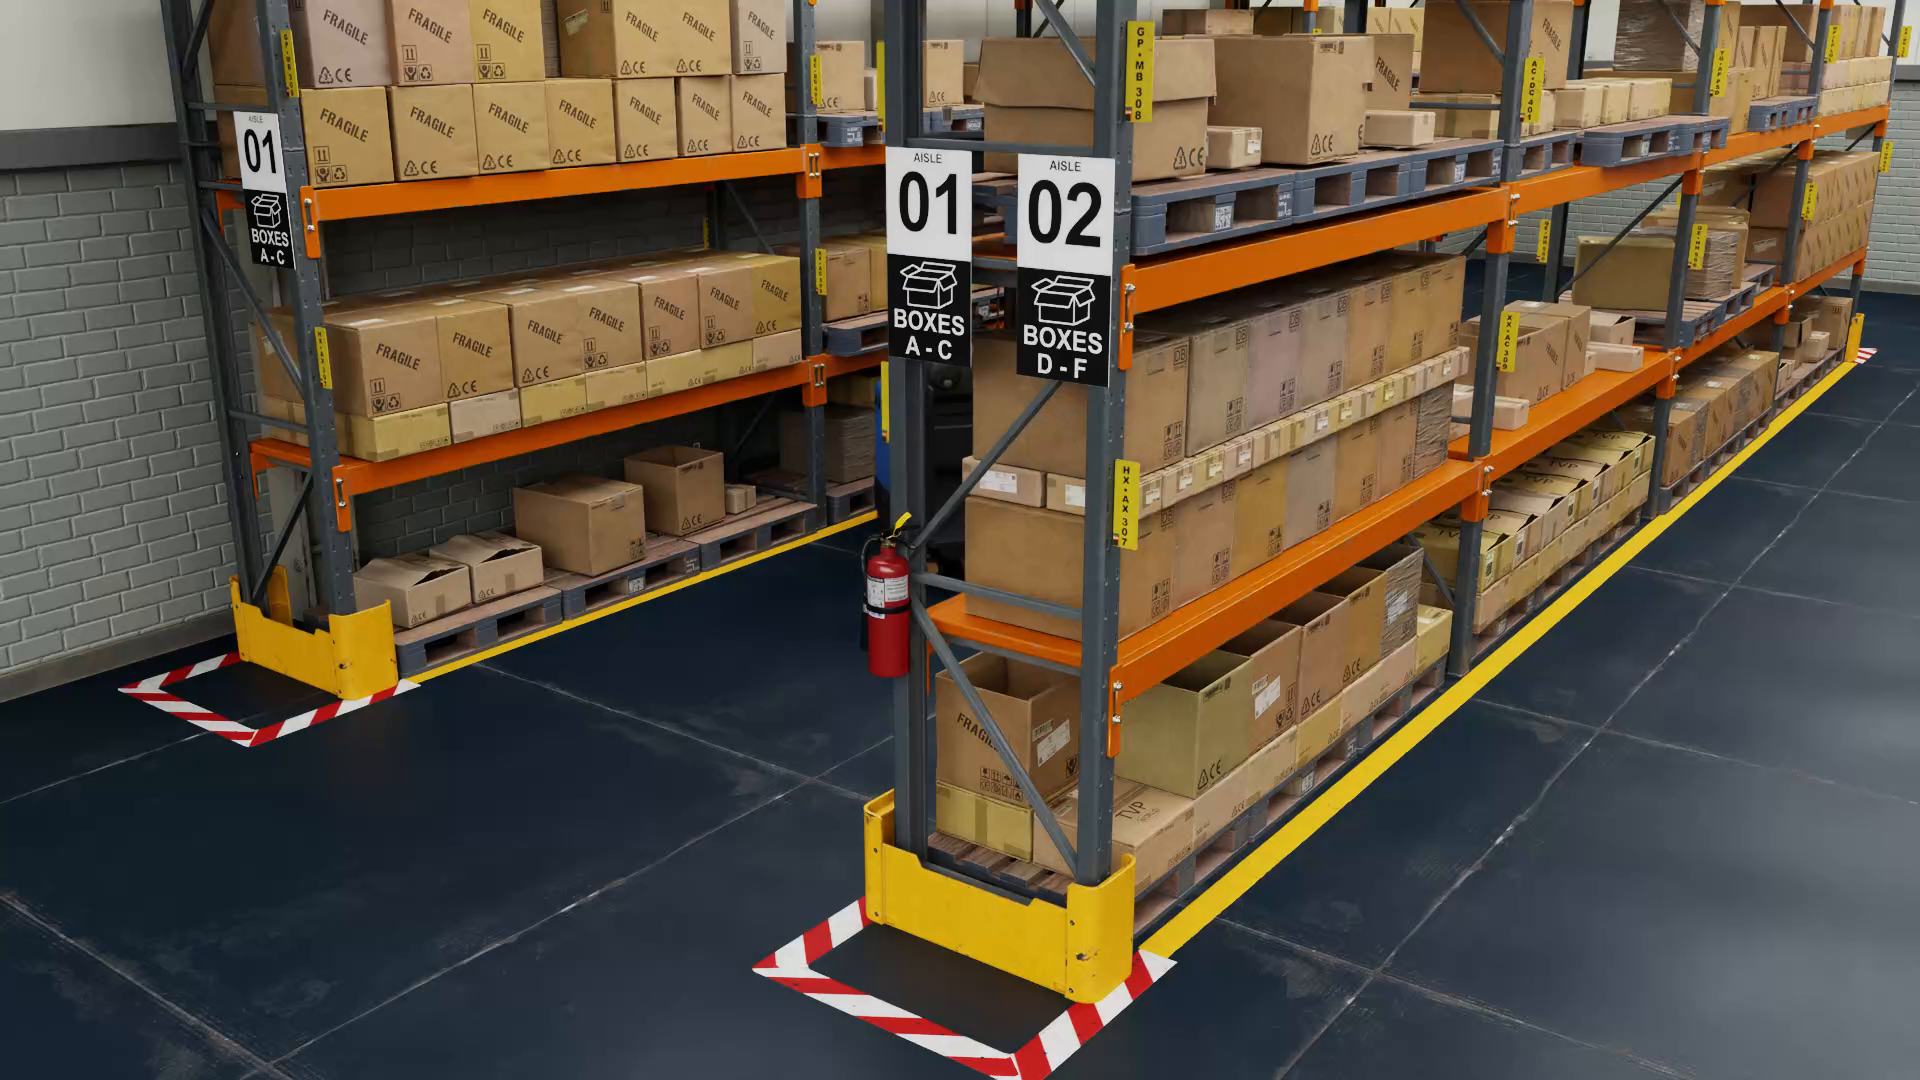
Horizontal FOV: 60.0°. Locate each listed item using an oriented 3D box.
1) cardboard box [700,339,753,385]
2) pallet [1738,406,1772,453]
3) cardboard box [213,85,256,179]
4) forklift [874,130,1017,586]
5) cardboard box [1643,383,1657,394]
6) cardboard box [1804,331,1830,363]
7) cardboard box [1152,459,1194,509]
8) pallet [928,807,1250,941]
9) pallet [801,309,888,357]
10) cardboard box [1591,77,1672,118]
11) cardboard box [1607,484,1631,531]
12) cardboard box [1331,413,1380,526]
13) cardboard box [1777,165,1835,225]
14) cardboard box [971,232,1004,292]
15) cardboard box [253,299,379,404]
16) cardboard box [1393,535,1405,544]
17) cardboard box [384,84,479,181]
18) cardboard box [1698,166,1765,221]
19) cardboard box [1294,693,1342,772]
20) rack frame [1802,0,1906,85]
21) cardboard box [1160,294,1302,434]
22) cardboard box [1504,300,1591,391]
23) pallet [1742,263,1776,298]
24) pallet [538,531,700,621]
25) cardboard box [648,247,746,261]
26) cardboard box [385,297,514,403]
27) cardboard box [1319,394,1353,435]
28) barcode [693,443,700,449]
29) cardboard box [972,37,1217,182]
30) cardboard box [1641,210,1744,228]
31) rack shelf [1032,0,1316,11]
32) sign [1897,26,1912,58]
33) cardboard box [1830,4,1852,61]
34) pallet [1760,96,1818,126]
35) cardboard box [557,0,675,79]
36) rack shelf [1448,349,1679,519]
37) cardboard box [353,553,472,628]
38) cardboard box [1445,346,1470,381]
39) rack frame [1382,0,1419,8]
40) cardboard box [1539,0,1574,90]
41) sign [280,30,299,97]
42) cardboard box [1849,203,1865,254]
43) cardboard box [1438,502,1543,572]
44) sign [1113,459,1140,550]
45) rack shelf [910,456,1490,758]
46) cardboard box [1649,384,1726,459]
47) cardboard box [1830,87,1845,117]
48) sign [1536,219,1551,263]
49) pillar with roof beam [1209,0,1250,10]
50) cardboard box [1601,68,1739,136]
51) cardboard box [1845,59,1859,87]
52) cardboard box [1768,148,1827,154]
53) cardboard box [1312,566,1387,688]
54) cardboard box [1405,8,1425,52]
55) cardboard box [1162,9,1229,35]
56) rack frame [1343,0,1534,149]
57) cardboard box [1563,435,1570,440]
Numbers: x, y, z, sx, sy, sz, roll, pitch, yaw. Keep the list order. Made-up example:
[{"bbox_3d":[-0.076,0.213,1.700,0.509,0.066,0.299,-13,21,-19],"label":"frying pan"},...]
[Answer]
[{"bbox_3d":[-1.782,-1.257,11.452,0.500,0.250,0.500,13,21,35],"label":"cardboard box"},{"bbox_3d":[6.854,-1.101,15.434,1.003,0.211,1.213,12,21,35],"label":"pallet"},{"bbox_3d":[-3.777,-2.284,9.279,0.500,0.500,0.500,14,22,39],"label":"cardboard box"},{"bbox_3d":[0.215,-1.214,11.212,1.130,2.935,3.031,-5,18,-14],"label":"forklift"},{"bbox_3d":[5.602,-1.084,14.151,0.500,0.500,0.500,12,21,33],"label":"cardboard box"},{"bbox_3d":[8.975,-2.089,17.807,0.500,0.250,0.500,12,21,35],"label":"cardboard box"},{"bbox_3d":[0.720,-0.251,6.733,0.380,0.149,0.250,12,21,33],"label":"cardboard box"},{"bbox_3d":[0.580,1.367,7.486,1.003,0.211,1.213,12,21,35],"label":"pallet"},{"bbox_3d":[-0.867,-1.667,12.878,1.003,0.211,1.213,12,21,35],"label":"pallet"},{"bbox_3d":[4.699,-3.124,11.733,0.500,0.250,0.500,11,20,31],"label":"cardboard box"},{"bbox_3d":[4.503,-0.276,12.004,0.500,0.250,0.500,12,21,34],"label":"cardboard box"},{"bbox_3d":[1.671,-0.423,8.380,0.700,0.500,0.500,13,21,35],"label":"cardboard box"},{"bbox_3d":[8.122,-3.344,16.100,0.500,0.500,0.500,12,21,33],"label":"cardboard box"},{"bbox_3d":[-0.052,-2.399,13.999,0.700,0.500,0.500,12,21,35],"label":"cardboard box"},{"bbox_3d":[-3.712,-1.096,9.668,0.500,0.500,0.500,12,21,34],"label":"cardboard box"},{"bbox_3d":[2.552,-0.030,10.266,0.500,0.311,0.500,12,21,35],"label":"cardboard box"},{"bbox_3d":[-3.074,-2.297,9.321,0.500,0.500,0.500,14,22,38],"label":"cardboard box"},{"bbox_3d":[7.401,-3.325,16.038,0.500,0.500,0.500,13,21,35],"label":"cardboard box"},{"bbox_3d":[1.551,0.892,8.242,0.500,0.250,0.500,12,21,35],"label":"cardboard box"},{"bbox_3d":[9.691,-6.451,17.844,1.000,3.000,0.127,12,21,35],"label":"rack frame"},{"bbox_3d":[1.087,-0.810,7.440,0.700,0.500,0.500,13,21,35],"label":"cardboard box"},{"bbox_3d":[3.938,-1.326,11.287,0.500,0.500,0.500,11,20,32],"label":"cardboard box"},{"bbox_3d":[6.744,-2.371,15.143,1.003,0.211,1.213,12,21,35],"label":"pallet"},{"bbox_3d":[-2.538,0.187,11.284,1.003,0.211,1.213,12,21,35],"label":"pallet"},{"bbox_3d":[-1.887,-1.823,12.012,0.500,0.500,0.500,12,21,33],"label":"cardboard box"},{"bbox_3d":[-2.994,-1.122,9.754,0.500,0.500,0.500,12,21,35],"label":"cardboard box"},{"bbox_3d":[1.638,-0.617,7.910,0.380,0.149,0.250,13,22,36],"label":"cardboard box"},{"bbox_3d":[-1.954,-0.685,12.326,0.001,0.075,0.075,12,21,35],"label":"barcode"},{"bbox_3d":[0.504,-1.661,6.357,0.797,0.503,0.637,14,22,38],"label":"cardboard box"},{"bbox_3d":[6.487,-2.633,14.789,0.500,0.500,0.700,-16,23,-42],"label":"cardboard box"},{"bbox_3d":[2.136,-5.362,16.224,1.077,0.370,4.000,12,21,35],"label":"rack shelf"},{"bbox_3d":[10.125,-5.339,17.826,0.100,0.325,0.005,12,21,35],"label":"sign"},{"bbox_3d":[7.979,-4.808,15.755,0.700,0.500,0.500,12,21,35],"label":"cardboard box"},{"bbox_3d":[6.863,-3.833,14.788,1.213,0.211,1.003,12,21,35],"label":"pallet"},{"bbox_3d":[-2.141,-3.144,10.363,0.500,0.500,0.500,12,21,33],"label":"cardboard box"},{"bbox_3d":[3.733,-0.861,11.170,1.077,0.370,4.000,12,21,35],"label":"rack shelf"},{"bbox_3d":[-3.338,0.275,10.091,0.500,0.311,0.500,10,20,29],"label":"cardboard box"},{"bbox_3d":[2.551,-0.983,9.088,0.380,0.149,0.250,12,21,35],"label":"cardboard box"},{"bbox_3d":[5.711,-7.326,20.660,1.000,3.000,0.127,12,21,35],"label":"rack frame"},{"bbox_3d":[3.261,-2.927,9.834,0.500,0.500,0.500,15,23,40],"label":"cardboard box"},{"bbox_3d":[-3.387,-2.404,8.395,0.100,0.325,0.005,12,21,35],"label":"sign"},{"bbox_3d":[9.337,-3.355,17.820,0.500,0.500,0.500,13,21,35],"label":"cardboard box"},{"bbox_3d":[3.290,-0.056,10.348,0.500,0.311,0.500,12,21,34],"label":"cardboard box"},{"bbox_3d":[0.600,-0.127,6.001,0.100,0.325,0.005,12,21,35],"label":"sign"},{"bbox_3d":[1.350,0.092,8.103,1.077,0.370,4.000,12,21,35],"label":"rack shelf"},{"bbox_3d":[6.036,-0.999,13.876,0.500,0.500,0.500,12,21,34],"label":"cardboard box"},{"bbox_3d":[8.098,-4.185,15.856,0.500,0.250,0.500,12,21,35],"label":"cardboard box"},{"bbox_3d":[4.483,-2.289,12.739,0.100,0.325,0.005,12,21,35],"label":"sign"},{"bbox_3d":[6.507,-5.932,16.171,9.100,9.000,0.400,12,21,35],"label":"pillar with roof beam"},{"bbox_3d":[5.461,-3.392,12.883,0.910,0.500,0.500,12,21,35],"label":"cardboard box"},{"bbox_3d":[8.401,-4.541,16.162,0.500,0.250,0.500,12,21,35],"label":"cardboard box"},{"bbox_3d":[9.215,-4.052,18.380,0.500,0.500,0.500,13,22,36],"label":"cardboard box"},{"bbox_3d":[1.838,0.412,8.522,0.500,0.500,0.500,12,21,35],"label":"cardboard box"},{"bbox_3d":[5.187,-6.088,19.844,0.500,0.500,0.500,13,22,36],"label":"cardboard box"},{"bbox_3d":[2.381,-5.236,16.813,0.500,0.250,0.500,12,21,33],"label":"cardboard box"},{"bbox_3d":[2.541,-3.593,8.640,1.000,3.000,0.127,12,21,35],"label":"rack frame"},{"bbox_3d":[4.377,-0.763,12.625,0.500,0.311,0.500,13,22,37],"label":"cardboard box"}]
